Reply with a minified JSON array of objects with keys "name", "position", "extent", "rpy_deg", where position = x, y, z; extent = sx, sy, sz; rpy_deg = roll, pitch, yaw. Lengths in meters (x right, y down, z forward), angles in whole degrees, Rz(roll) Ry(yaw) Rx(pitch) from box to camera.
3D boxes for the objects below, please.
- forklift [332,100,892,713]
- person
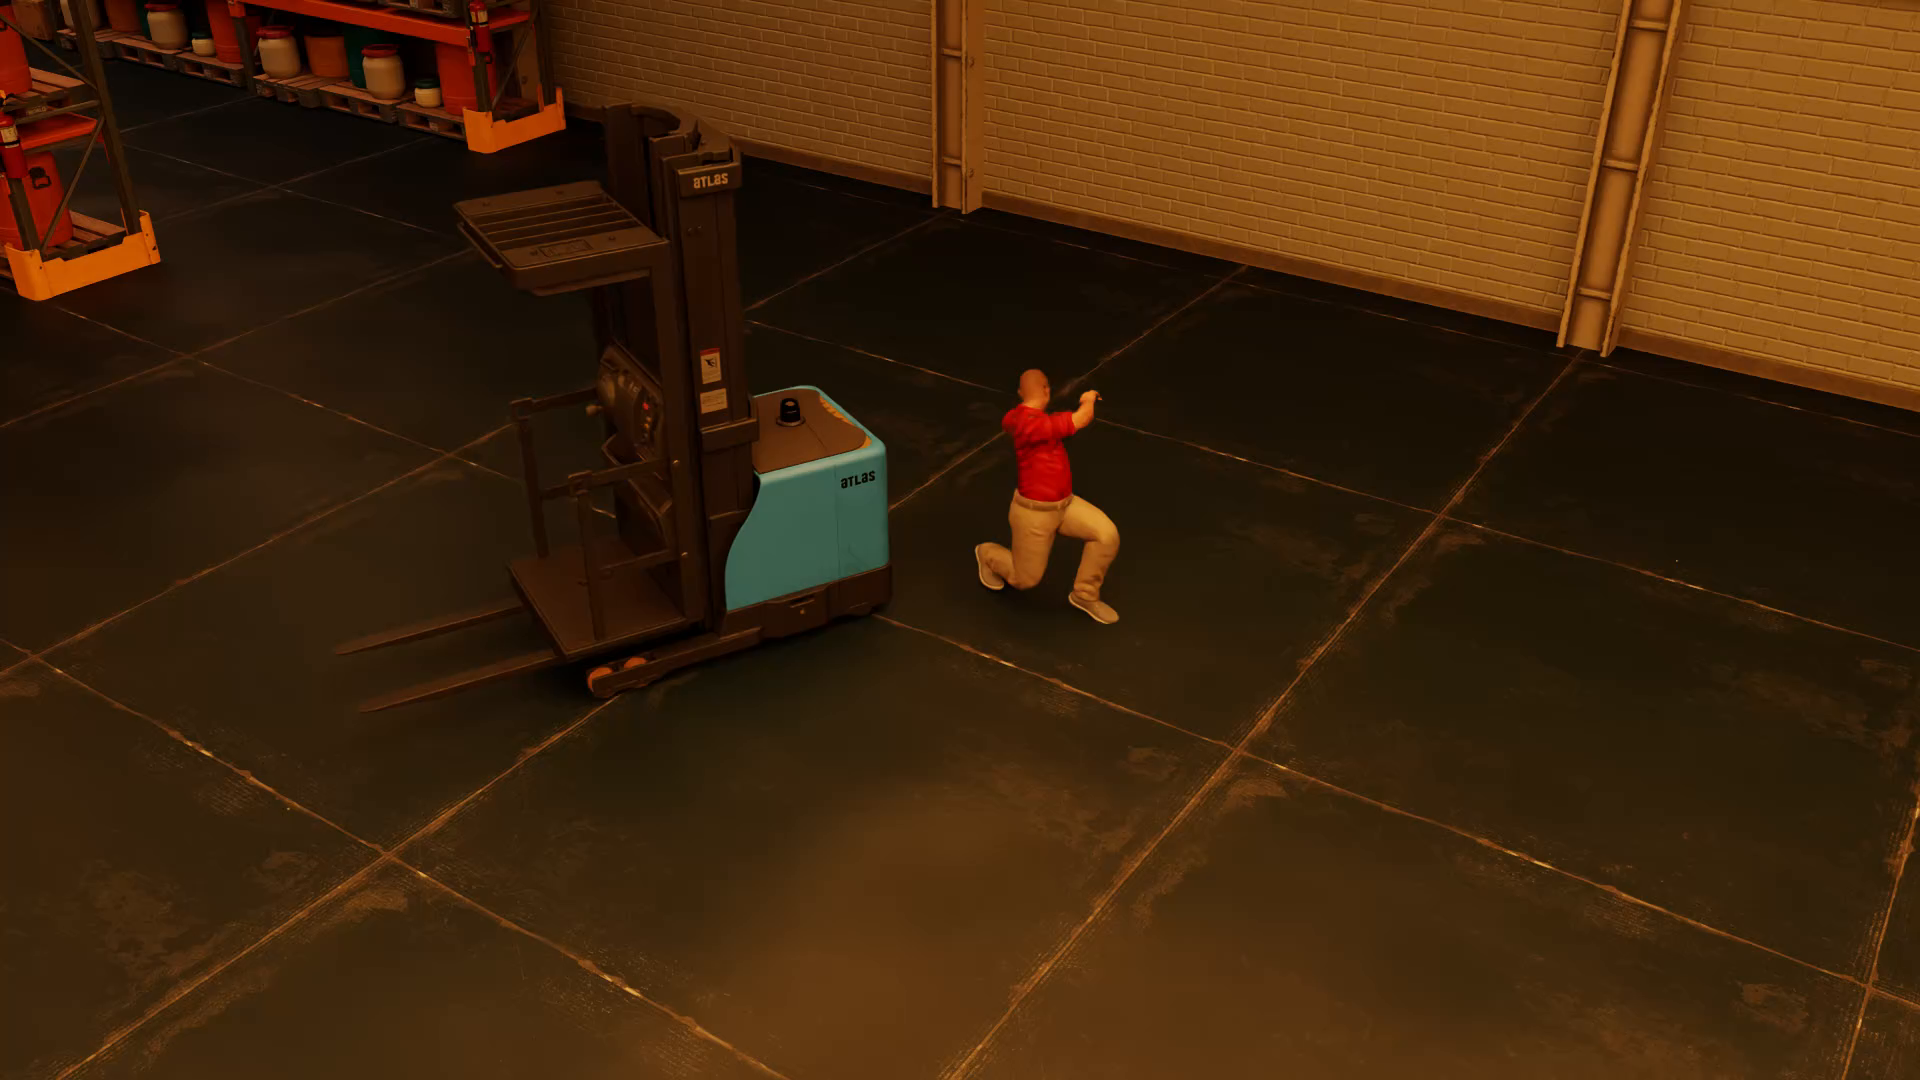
[{"name":"forklift","position":[-1.934,-0.712,8.808],"extent":[3.031,2.935,1.130],"rpy_deg":[-16,34,-25]},{"name":"person","position":[0.581,-0.341,9.681],"extent":[0.985,1.454,0.898],"rpy_deg":[15,33,23]}]
